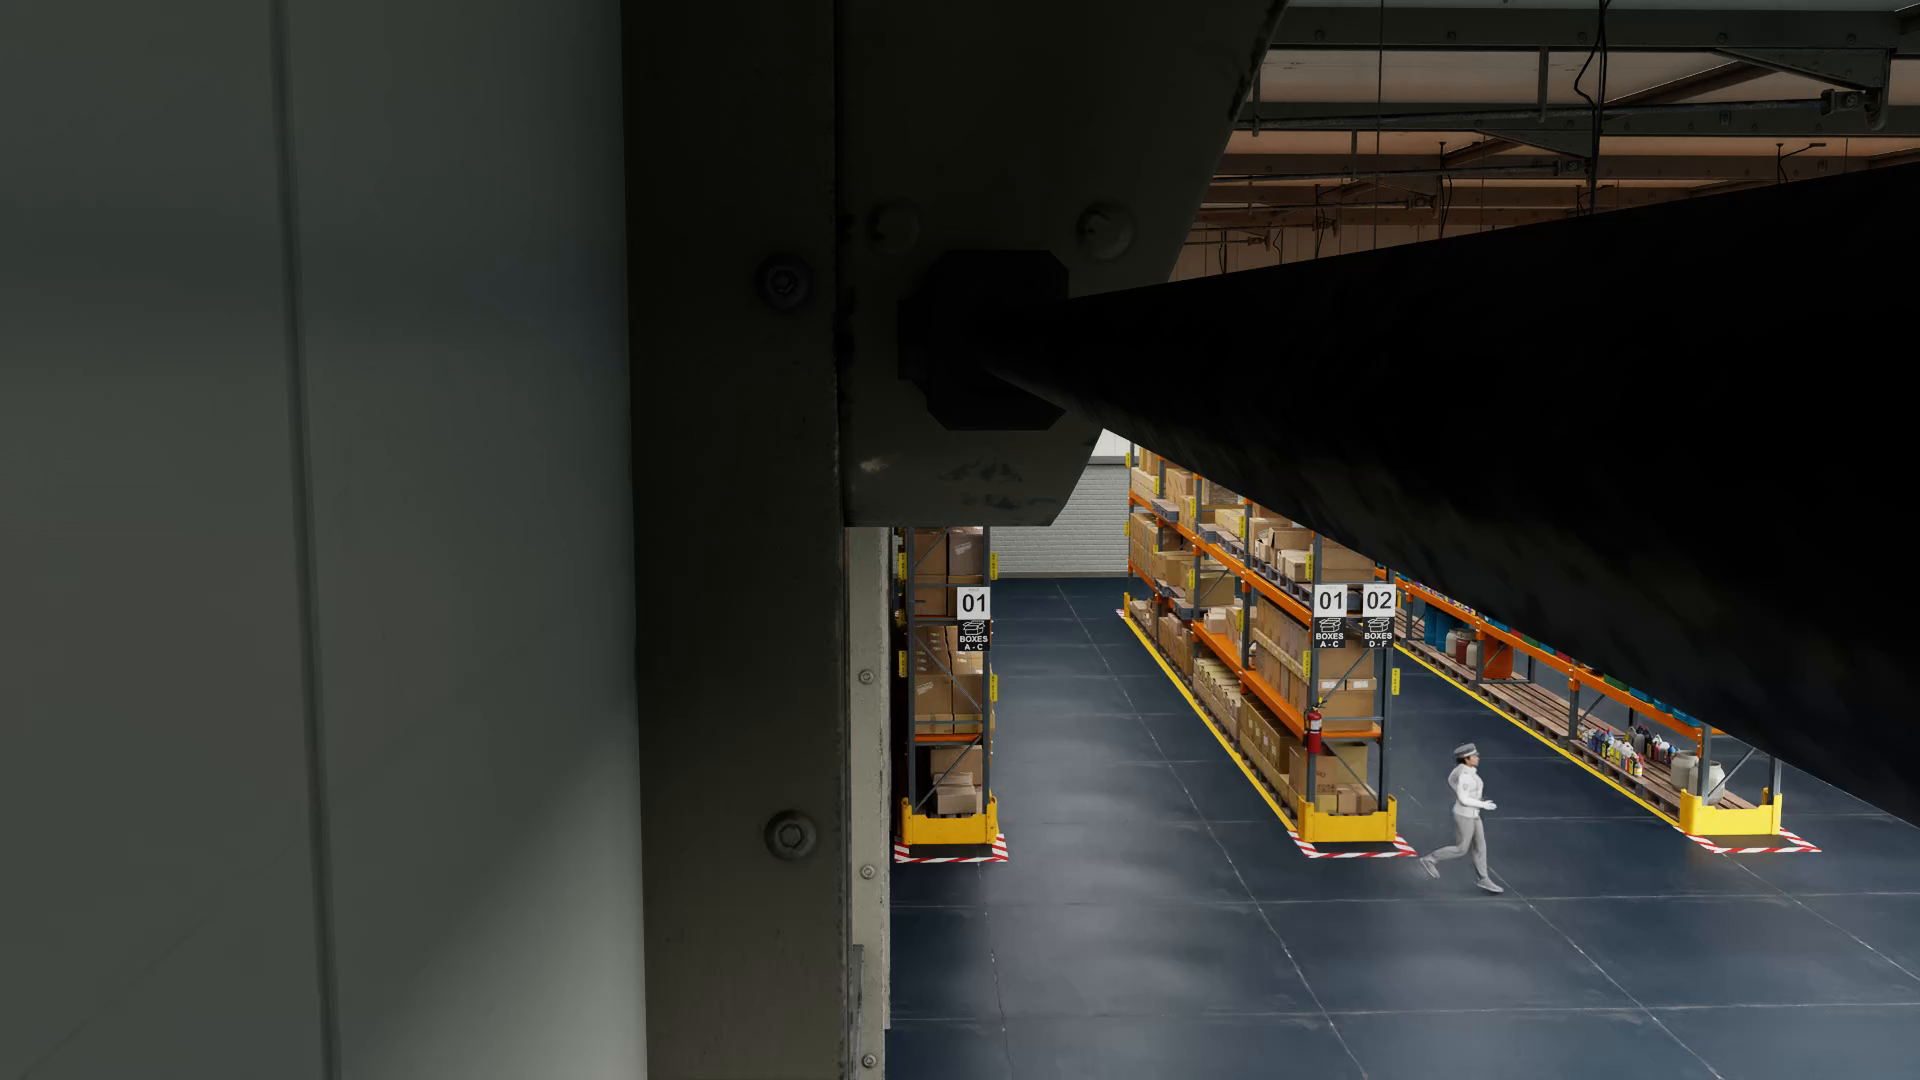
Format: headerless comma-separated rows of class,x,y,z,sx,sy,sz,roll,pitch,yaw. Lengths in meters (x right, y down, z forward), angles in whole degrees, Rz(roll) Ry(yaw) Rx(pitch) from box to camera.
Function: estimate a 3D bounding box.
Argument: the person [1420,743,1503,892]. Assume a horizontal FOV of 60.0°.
person,5.661,3.107,18.686,0.910,1.695,0.577,3,8,23
